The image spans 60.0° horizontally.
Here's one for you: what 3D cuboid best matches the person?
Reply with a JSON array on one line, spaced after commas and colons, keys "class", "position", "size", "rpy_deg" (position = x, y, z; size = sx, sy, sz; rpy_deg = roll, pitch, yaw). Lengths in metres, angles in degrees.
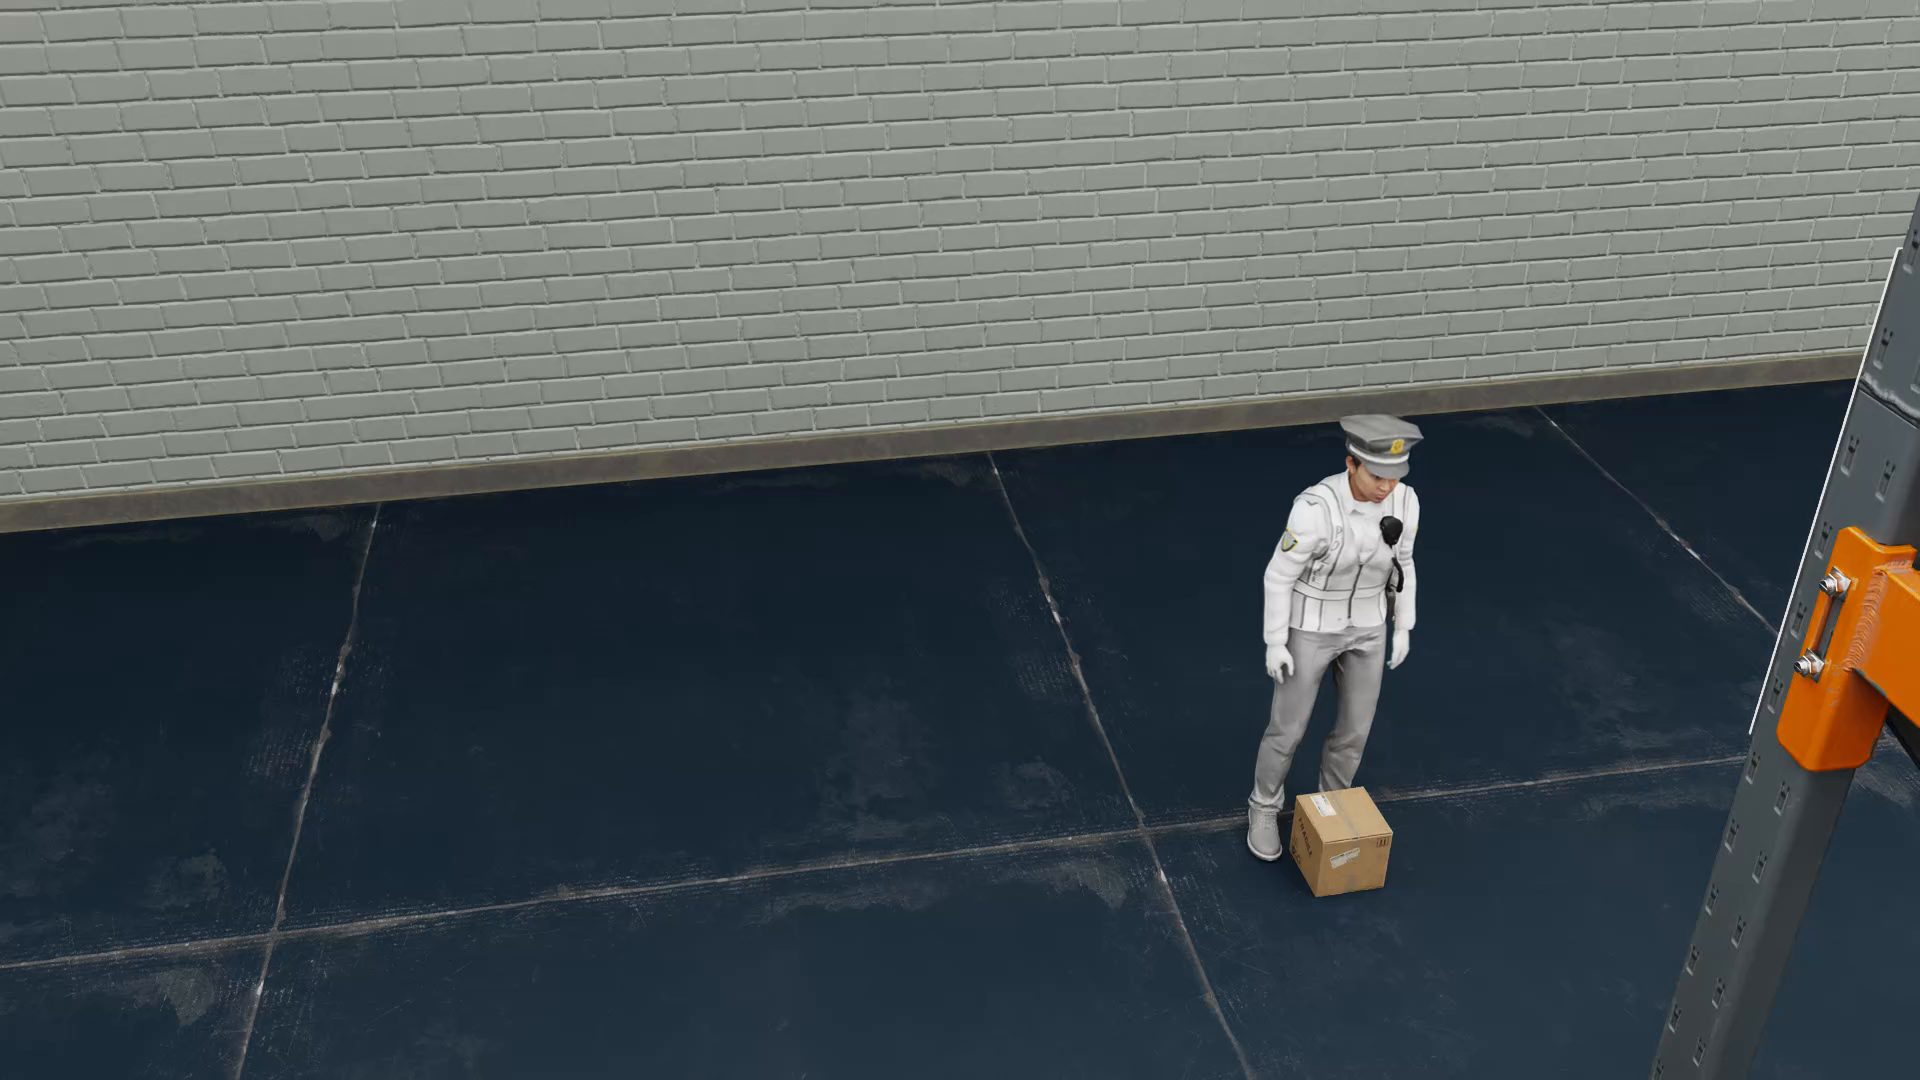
[{"class": "person", "position": [1.273, 0.327, 5.582], "size": [0.539, 1.663, 0.405], "rpy_deg": [-6, 31, -10]}]
